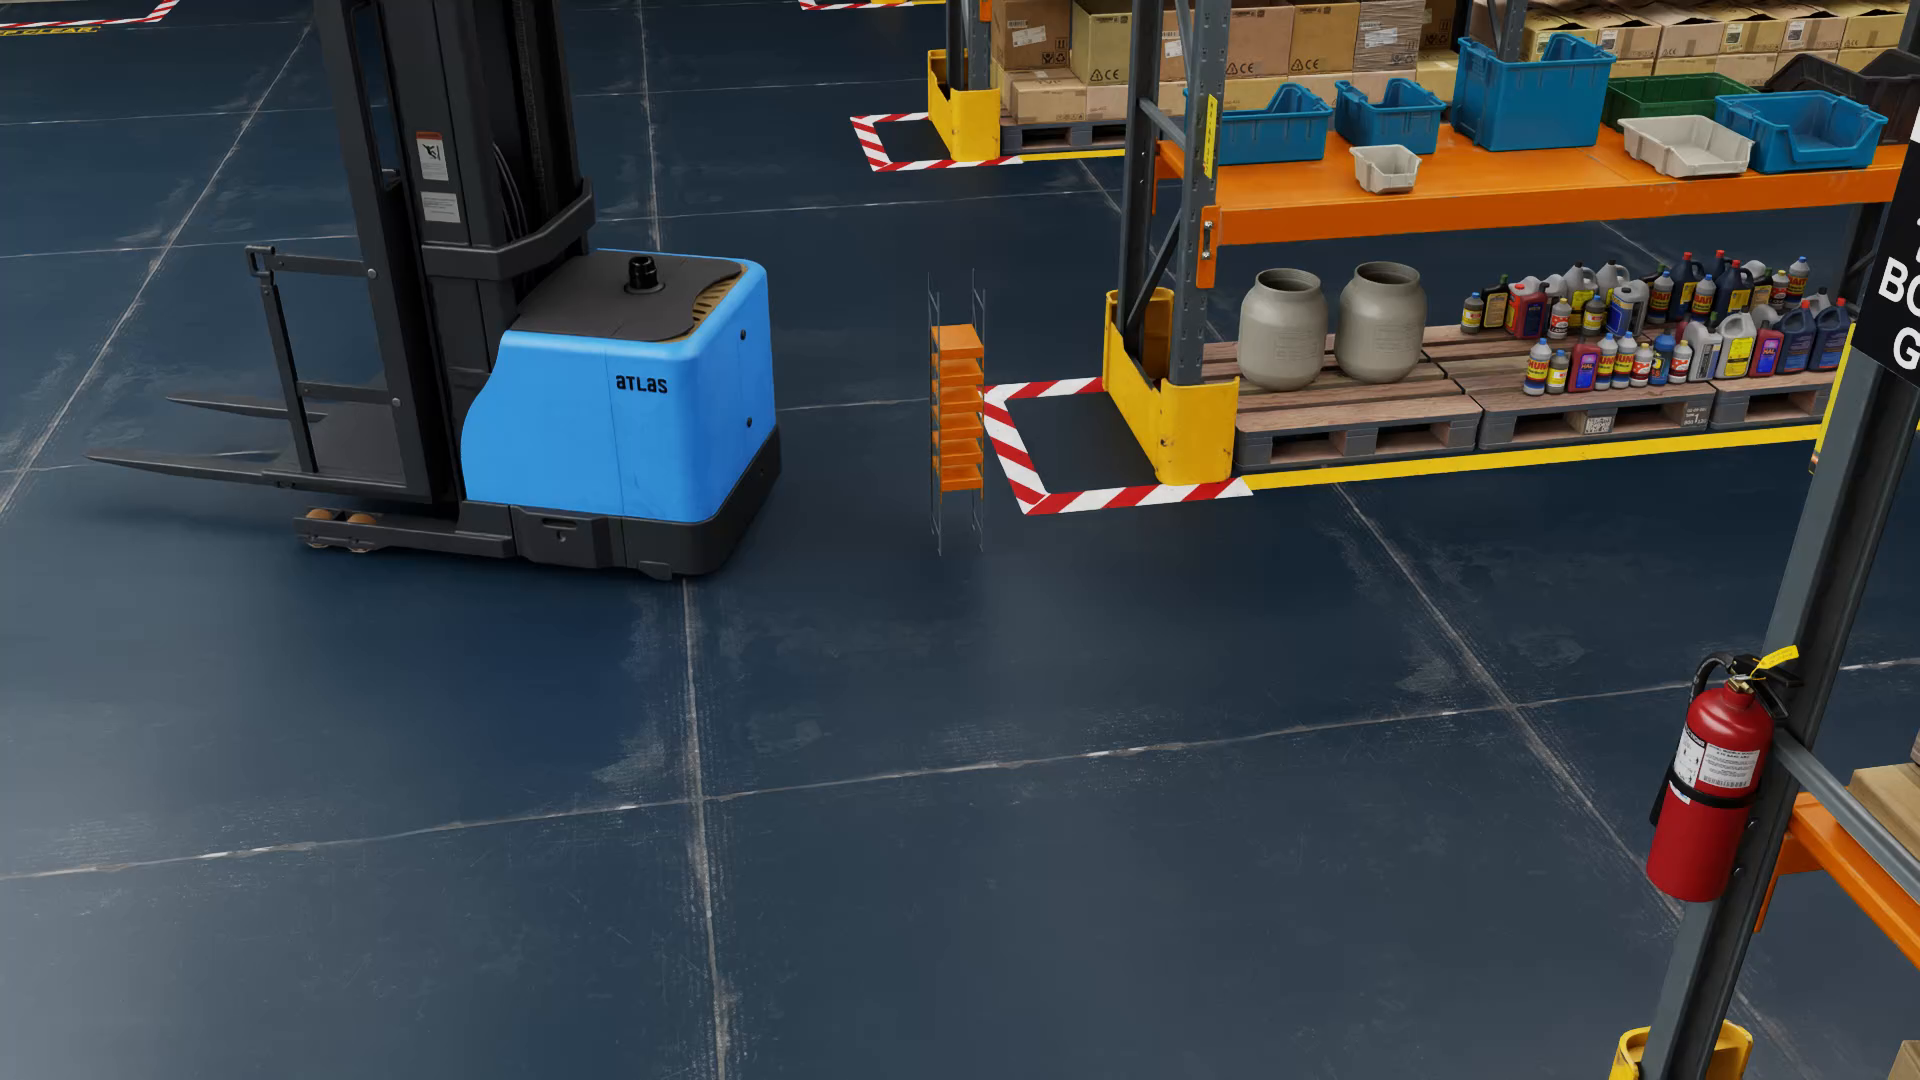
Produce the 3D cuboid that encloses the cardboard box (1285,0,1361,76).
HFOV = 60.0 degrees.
[{"bbox_3d":[2.578,-3.729,12.191,0.500,0.500,0.500,-5,31,-9],"label":"cardboard box"}]

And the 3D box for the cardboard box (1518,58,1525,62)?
[{"bbox_3d":[4.421,-3.558,12.640,0.500,0.250,0.500,-6,31,-10],"label":"cardboard box"}]

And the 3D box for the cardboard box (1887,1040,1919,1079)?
[{"bbox_3d":[2.443,1.504,3.785,0.500,0.500,0.500,0,30,0],"label":"cardboard box"}]

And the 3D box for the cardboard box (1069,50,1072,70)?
[{"bbox_3d":[1.009,-3.527,12.588,0.500,0.250,0.500,-5,31,-9],"label":"cardboard box"}]

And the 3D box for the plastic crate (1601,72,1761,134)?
[{"bbox_3d":[3.482,-2.104,8.078,0.662,0.188,0.450,-5,31,-9],"label":"plastic crate"}]

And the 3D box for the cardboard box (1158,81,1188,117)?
[{"bbox_3d":[1.596,-3.310,12.219,0.500,0.250,0.500,-5,31,-9],"label":"cardboard box"}]

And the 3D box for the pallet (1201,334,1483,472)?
[{"bbox_3d":[1.800,-0.713,8.255,1.213,0.211,1.003,-5,31,-9],"label":"pallet"}]

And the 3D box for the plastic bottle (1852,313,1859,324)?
[{"bbox_3d":[4.454,-0.989,8.219,0.133,0.283,0.061,-4,31,-6],"label":"plastic bottle"}]

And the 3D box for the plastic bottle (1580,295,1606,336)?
[{"bbox_3d":[3.277,-1.166,8.600,0.097,0.201,0.097,0,30,0],"label":"plastic bottle"}]

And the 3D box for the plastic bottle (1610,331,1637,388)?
[{"bbox_3d":[3.209,-0.878,8.041,0.097,0.271,0.097,0,30,0],"label":"plastic bottle"}]

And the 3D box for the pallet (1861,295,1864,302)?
[{"bbox_3d":[5.634,-1.068,8.858,1.213,0.211,1.003,-5,31,-9],"label":"pallet"}]

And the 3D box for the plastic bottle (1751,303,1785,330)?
[{"bbox_3d":[4.046,-1.046,8.322,0.135,0.276,0.152,-5,31,-9],"label":"plastic bottle"}]

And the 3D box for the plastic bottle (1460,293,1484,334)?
[{"bbox_3d":[2.661,-1.183,8.630,0.097,0.201,0.097,0,30,0],"label":"plastic bottle"}]

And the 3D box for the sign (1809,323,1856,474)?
[{"bbox_3d":[1.745,-0.258,3.275,0.005,0.325,0.100,-5,31,-9],"label":"sign"}]

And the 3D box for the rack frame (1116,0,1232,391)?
[{"bbox_3d":[0.933,-1.814,7.375,0.127,3.000,1.000,-5,31,-9],"label":"rack frame"}]

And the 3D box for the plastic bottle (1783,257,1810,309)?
[{"bbox_3d":[4.476,-1.382,8.898,0.097,0.271,0.097,0,30,0],"label":"plastic bottle"}]

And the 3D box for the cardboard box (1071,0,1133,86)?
[{"bbox_3d":[1.104,-3.587,11.950,0.500,0.500,0.500,-5,31,-9],"label":"cardboard box"}]

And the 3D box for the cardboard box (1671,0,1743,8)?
[{"bbox_3d":[5.823,-4.205,13.187,0.500,0.311,0.500,-6,31,-10],"label":"cardboard box"}]

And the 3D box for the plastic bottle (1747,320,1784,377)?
[{"bbox_3d":[3.945,-0.942,8.138,0.133,0.283,0.061,-3,31,-6],"label":"plastic bottle"}]

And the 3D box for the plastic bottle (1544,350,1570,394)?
[{"bbox_3d":[2.875,-0.817,8.006,0.097,0.201,0.097,0,30,0],"label":"plastic bottle"}]

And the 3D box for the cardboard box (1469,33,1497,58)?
[{"bbox_3d":[4.335,-3.827,13.097,0.500,0.250,0.500,-6,31,-9],"label":"cardboard box"}]

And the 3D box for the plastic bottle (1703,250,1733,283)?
[{"bbox_3d":[3.999,-1.360,8.782,0.185,0.351,0.144,-4,31,-8],"label":"plastic bottle"}]

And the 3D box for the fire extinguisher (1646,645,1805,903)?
[{"bbox_3d":[1.630,0.470,3.568,0.183,0.674,0.296,-5,31,-9],"label":"fire extinguisher"}]

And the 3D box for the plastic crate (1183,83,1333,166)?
[{"bbox_3d":[1.372,-1.944,7.744,0.616,0.251,0.499,-5,31,-9],"label":"plastic crate"}]

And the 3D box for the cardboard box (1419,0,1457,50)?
[{"bbox_3d":[3.467,-4.081,12.790,0.500,0.500,0.500,-5,31,-9],"label":"cardboard box"}]

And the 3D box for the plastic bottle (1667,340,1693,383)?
[{"bbox_3d":[3.508,-0.875,8.106,0.097,0.201,0.097,0,30,0],"label":"plastic bottle"}]

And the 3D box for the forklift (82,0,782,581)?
[{"bbox_3d":[-2.391,-1.462,6.845,3.031,2.935,1.130,6,31,10],"label":"forklift"}]

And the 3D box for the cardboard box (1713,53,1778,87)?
[{"bbox_3d":[5.934,-3.698,12.879,0.500,0.250,0.500,-5,31,-8],"label":"cardboard box"}]

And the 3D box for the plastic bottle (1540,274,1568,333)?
[{"bbox_3d":[3.050,-1.237,8.648,0.135,0.276,0.152,-6,31,-10],"label":"plastic bottle"}]

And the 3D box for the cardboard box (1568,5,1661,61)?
[{"bbox_3d":[4.924,-3.843,12.571,0.500,0.311,0.500,-6,31,-10],"label":"cardboard box"}]

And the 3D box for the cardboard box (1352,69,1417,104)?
[{"bbox_3d":[3.069,-3.452,12.460,0.500,0.250,0.500,-5,31,-9],"label":"cardboard box"}]

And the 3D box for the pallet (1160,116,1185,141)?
[{"bbox_3d":[1.987,-3.282,12.623,1.213,0.211,1.003,-5,31,-9],"label":"pallet"}]

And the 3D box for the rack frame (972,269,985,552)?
[{"bbox_3d":[0.076,-0.524,6.958,0.006,1.200,0.240,-5,31,-9],"label":"rack frame"}]

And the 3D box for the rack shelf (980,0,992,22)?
[{"bbox_3d":[2.012,-4.156,12.068,4.000,0.370,1.077,-5,31,-9],"label":"rack shelf"}]

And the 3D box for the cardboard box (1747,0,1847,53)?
[{"bbox_3d":[6.436,-3.985,12.814,0.500,0.311,0.500,-5,31,-9],"label":"cardboard box"}]

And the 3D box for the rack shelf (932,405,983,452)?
[{"bbox_3d":[-0.014,-0.478,6.966,0.180,0.103,0.258,-5,31,-9],"label":"rack shelf"}]

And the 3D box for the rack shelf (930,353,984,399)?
[{"bbox_3d":[-0.014,-0.684,6.844,0.180,0.103,0.258,-5,31,-9],"label":"rack shelf"}]

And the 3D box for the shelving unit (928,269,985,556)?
[{"bbox_3d":[-0.014,-0.516,6.944,0.189,1.200,0.258,-5,31,-9],"label":"shelving unit"}]

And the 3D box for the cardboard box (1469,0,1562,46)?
[{"bbox_3d":[4.326,-4.066,12.951,0.500,0.311,0.500,-5,31,-9],"label":"cardboard box"}]

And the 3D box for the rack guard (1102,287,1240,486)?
[{"bbox_3d":[1.000,-0.766,8.060,0.348,0.500,1.175,-5,31,-9],"label":"rack guard"}]

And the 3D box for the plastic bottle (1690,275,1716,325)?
[{"bbox_3d":[3.878,-1.252,8.678,0.097,0.271,0.097,0,30,0],"label":"plastic bottle"}]
